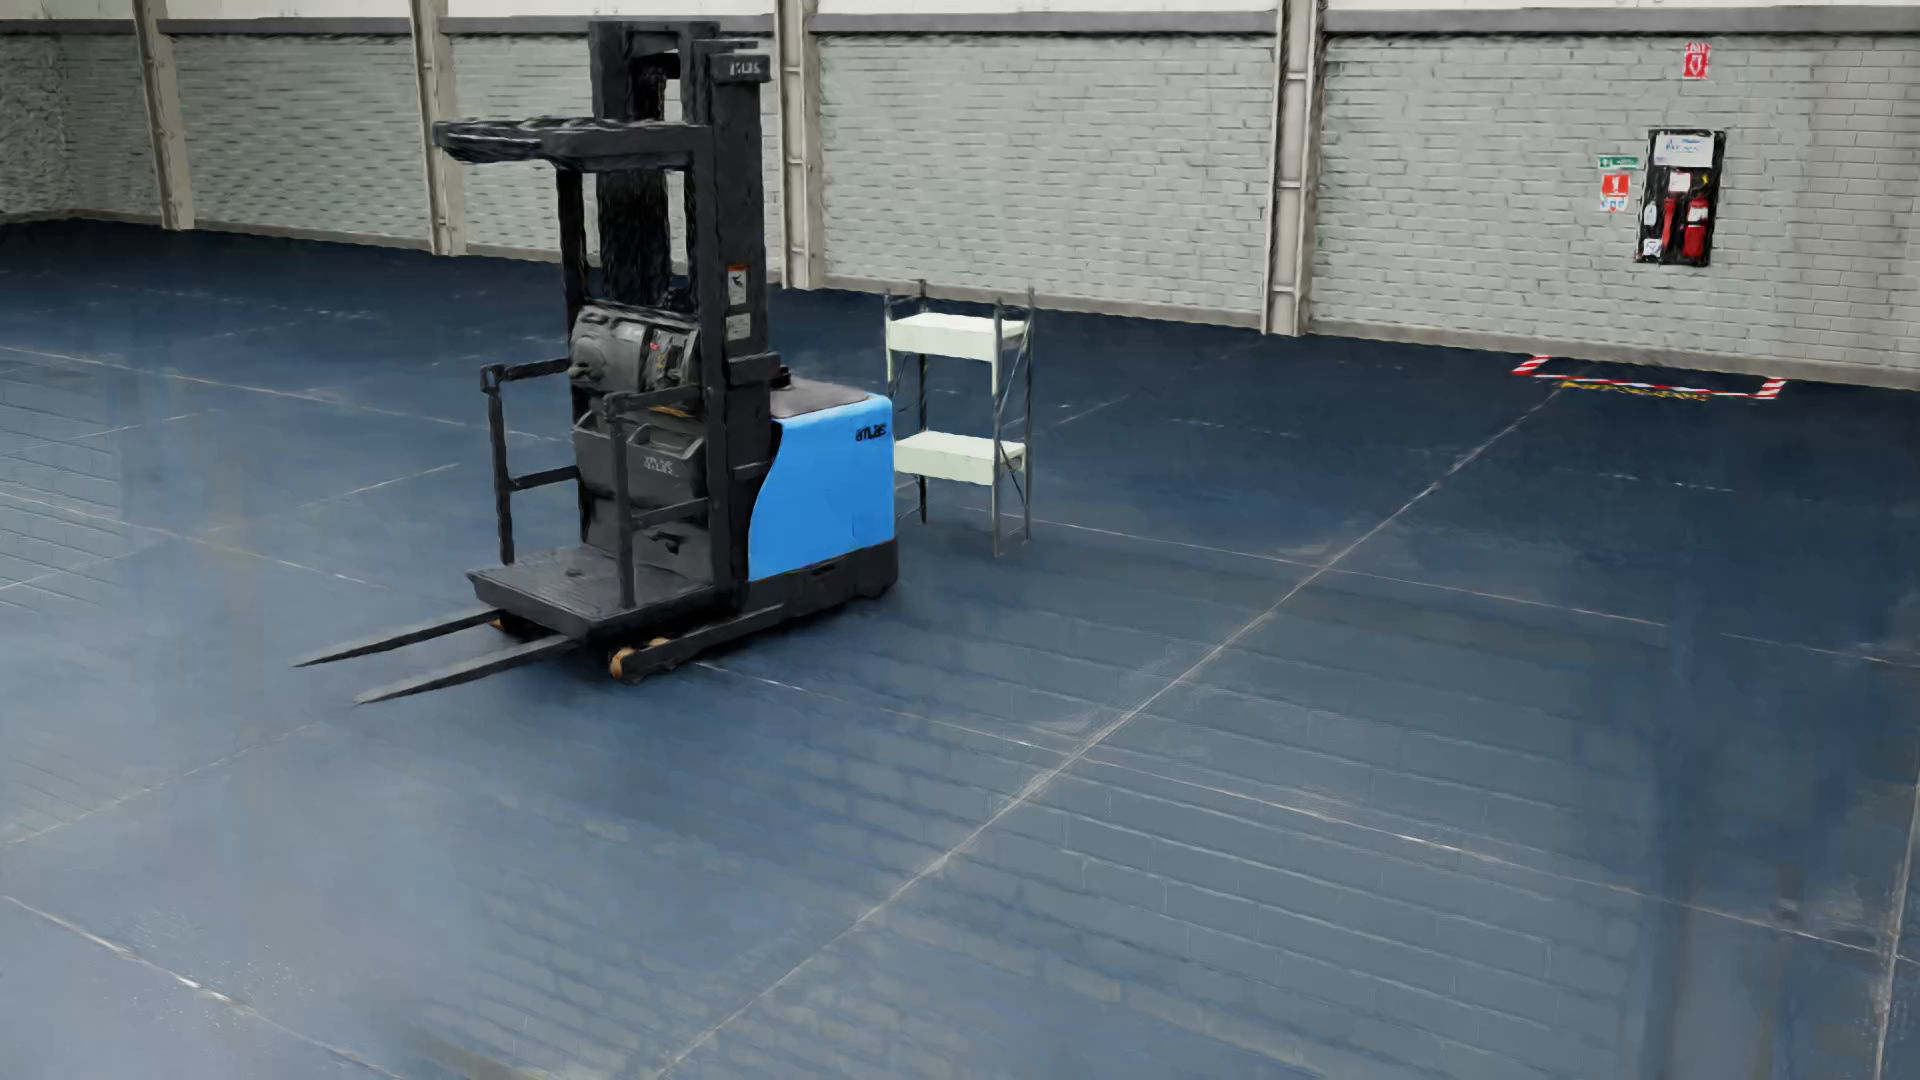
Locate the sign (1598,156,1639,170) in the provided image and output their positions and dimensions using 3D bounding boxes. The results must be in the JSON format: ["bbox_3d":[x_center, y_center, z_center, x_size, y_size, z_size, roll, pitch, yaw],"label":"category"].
[{"bbox_3d":[5.869,-3.364,14.821,0.331,0.109,0.001,10,20,30],"label":"sign"}]

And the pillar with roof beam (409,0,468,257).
[{"bbox_3d":[-9.219,-7.143,17.915,0.400,9.000,9.100,10,20,30],"label":"pillar with roof beam"}]

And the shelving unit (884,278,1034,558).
[{"bbox_3d":[-0.006,-0.719,9.667,0.755,1.500,0.431,10,20,30],"label":"shelving unit"}]

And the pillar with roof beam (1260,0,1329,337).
[{"bbox_3d":[1.007,-5.318,11.906,0.400,9.000,9.100,10,20,30],"label":"pillar with roof beam"}]

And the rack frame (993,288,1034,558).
[{"bbox_3d":[0.306,-0.663,9.483,0.023,1.500,0.400,10,20,30],"label":"rack frame"}]

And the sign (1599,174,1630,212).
[{"bbox_3d":[5.869,-3.113,14.908,0.234,0.329,0.001,10,20,30],"label":"sign"}]

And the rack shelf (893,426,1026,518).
[{"bbox_3d":[-0.006,-0.407,9.761,0.720,0.370,0.431,10,20,30],"label":"rack shelf"}]

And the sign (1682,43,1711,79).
[{"bbox_3d":[6.332,-4.122,14.300,0.199,0.298,0.001,10,20,30],"label":"sign"}]

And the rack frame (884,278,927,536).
[{"bbox_3d":[-0.318,-0.774,9.850,0.023,1.500,0.400,10,20,30],"label":"rack frame"}]

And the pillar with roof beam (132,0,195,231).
[{"bbox_3d":[-14.331,-8.056,20.919,0.400,9.000,9.100,10,20,30],"label":"pillar with roof beam"}]

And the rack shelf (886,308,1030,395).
[{"bbox_3d":[-0.006,-1.092,9.553,0.720,0.370,0.431,10,20,30],"label":"rack shelf"}]

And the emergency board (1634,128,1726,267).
[{"bbox_3d":[6.287,-2.986,14.552,0.643,1.169,0.194,10,20,30],"label":"emergency board"}]

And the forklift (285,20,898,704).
[{"bbox_3d":[-1.704,-0.902,7.808,1.130,2.935,3.031,15,22,41],"label":"forklift"}]

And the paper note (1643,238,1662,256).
[{"bbox_3d":[6.172,-2.609,14.825,0.142,0.148,0.016,10,20,30],"label":"paper note"}]

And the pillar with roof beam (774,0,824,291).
[{"bbox_3d":[-4.106,-6.231,14.910,0.400,9.000,9.100,10,20,30],"label":"pillar with roof beam"}]
